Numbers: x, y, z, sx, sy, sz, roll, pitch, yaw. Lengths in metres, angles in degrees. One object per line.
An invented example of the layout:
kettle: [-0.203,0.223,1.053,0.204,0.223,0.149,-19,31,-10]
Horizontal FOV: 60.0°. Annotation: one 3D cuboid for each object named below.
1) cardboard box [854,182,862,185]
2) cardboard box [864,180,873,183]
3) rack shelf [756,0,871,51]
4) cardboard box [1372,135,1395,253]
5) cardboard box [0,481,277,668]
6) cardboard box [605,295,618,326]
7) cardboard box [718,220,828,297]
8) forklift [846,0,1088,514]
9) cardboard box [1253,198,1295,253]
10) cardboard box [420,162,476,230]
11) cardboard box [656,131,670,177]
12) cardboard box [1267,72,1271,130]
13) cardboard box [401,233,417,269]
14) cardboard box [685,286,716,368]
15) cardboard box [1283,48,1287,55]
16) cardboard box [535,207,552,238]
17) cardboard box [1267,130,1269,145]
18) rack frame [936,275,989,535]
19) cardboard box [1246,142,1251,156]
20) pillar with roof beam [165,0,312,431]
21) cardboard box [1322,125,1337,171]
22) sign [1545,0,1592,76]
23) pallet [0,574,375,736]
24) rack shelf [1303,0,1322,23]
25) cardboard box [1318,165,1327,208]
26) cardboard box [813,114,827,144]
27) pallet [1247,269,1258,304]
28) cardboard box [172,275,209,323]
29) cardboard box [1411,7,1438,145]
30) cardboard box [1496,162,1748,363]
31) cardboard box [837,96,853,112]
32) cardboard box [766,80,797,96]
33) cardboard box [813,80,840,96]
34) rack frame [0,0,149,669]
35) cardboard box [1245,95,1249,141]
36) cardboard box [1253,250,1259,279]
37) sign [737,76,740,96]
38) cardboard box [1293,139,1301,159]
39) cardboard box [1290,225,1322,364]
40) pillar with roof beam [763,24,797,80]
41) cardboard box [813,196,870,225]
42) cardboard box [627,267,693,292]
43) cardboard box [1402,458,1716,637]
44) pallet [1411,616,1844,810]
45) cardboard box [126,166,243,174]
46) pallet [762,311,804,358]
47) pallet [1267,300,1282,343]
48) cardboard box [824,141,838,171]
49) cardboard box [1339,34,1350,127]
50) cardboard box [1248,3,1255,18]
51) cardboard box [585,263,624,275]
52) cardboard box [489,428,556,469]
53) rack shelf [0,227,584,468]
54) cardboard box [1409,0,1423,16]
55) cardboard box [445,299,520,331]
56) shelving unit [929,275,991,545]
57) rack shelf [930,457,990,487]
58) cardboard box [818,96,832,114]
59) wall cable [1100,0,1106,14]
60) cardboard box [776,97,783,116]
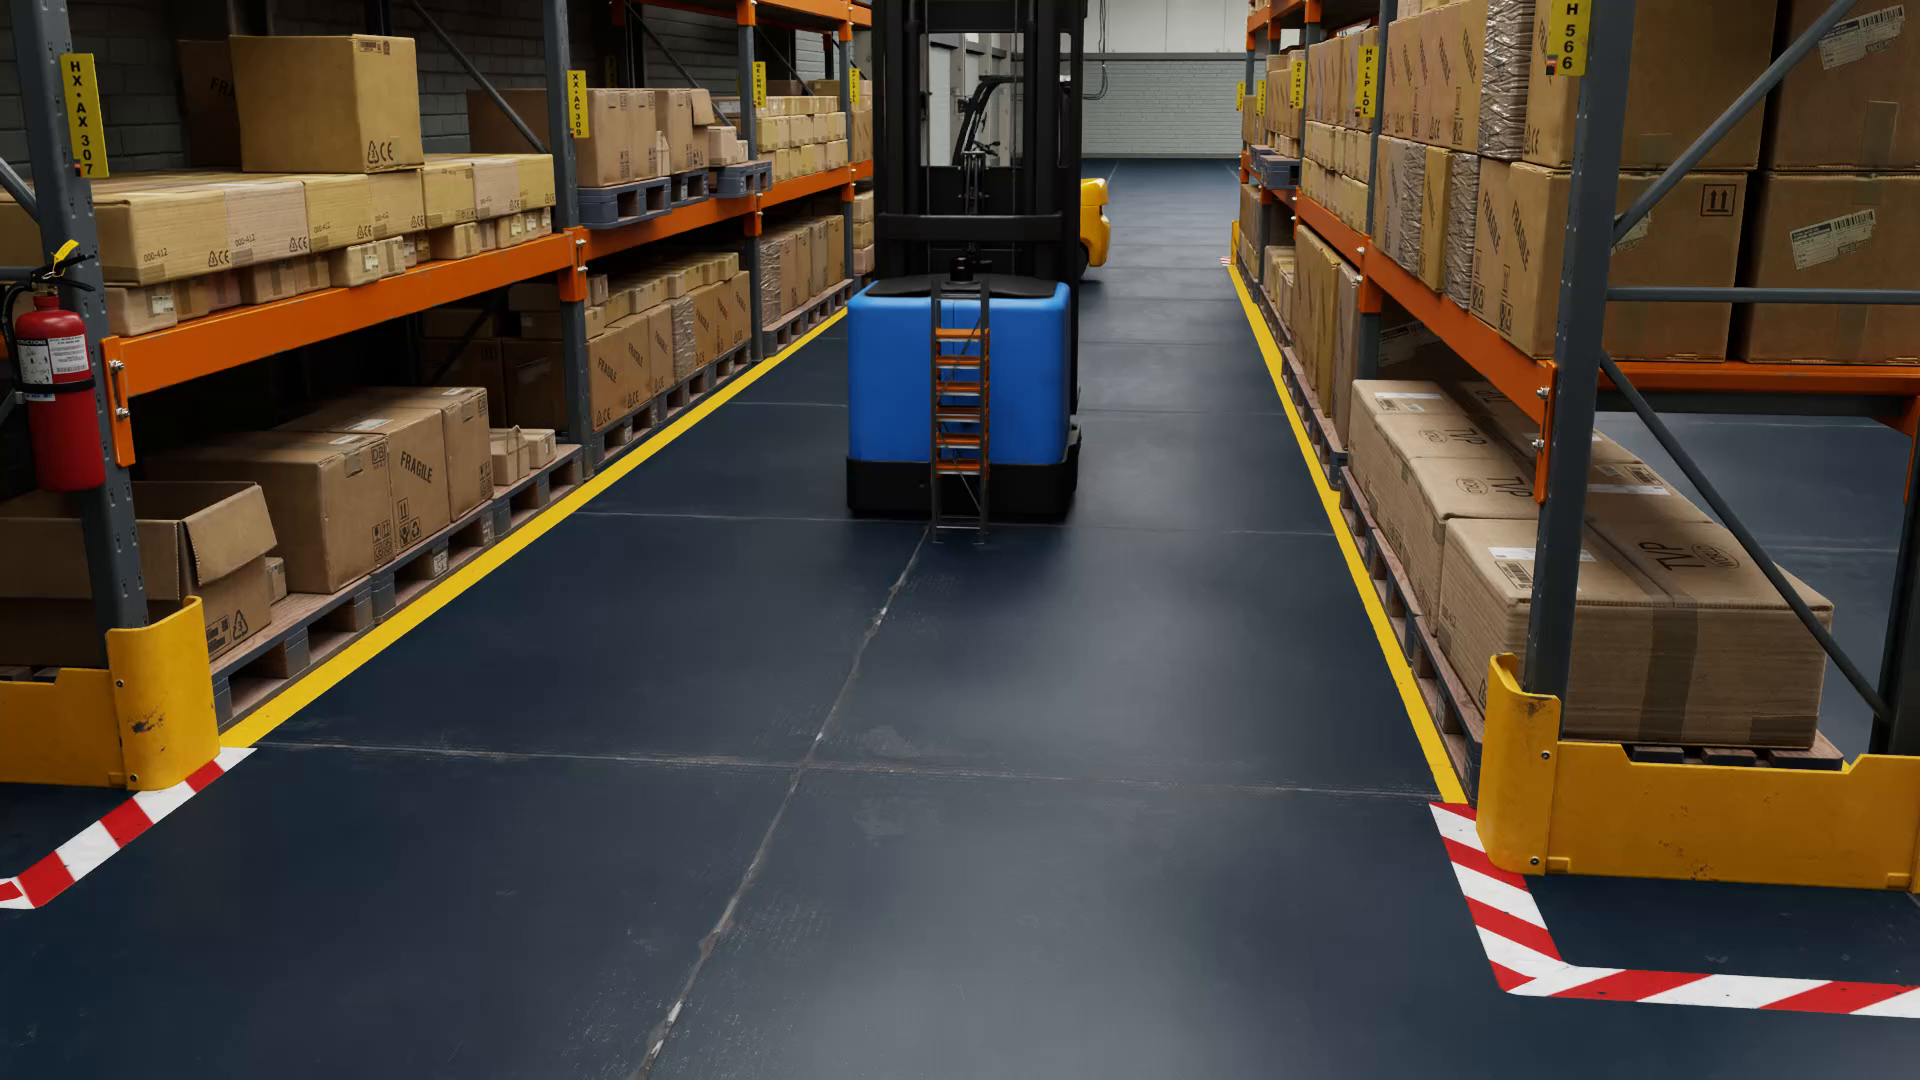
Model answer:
cardboard box: [-1.402,-4.004,19.272,0.500,0.250,0.500,2,15,6]
cardboard box: [-0.848,-4.124,19.716,0.500,0.250,0.500,2,15,8]
rack shelf: [-1.332,-5.477,17.802,1.077,0.370,4.000,2,15,6]
cardboard box: [2.159,-1.572,7.537,0.500,0.500,0.500,2,15,8]
cardboard box: [-2.749,0.101,5.519,0.797,0.503,0.637,1,15,4]
cardboard box: [-2.184,-1.318,9.532,0.380,0.149,0.250,1,15,3]
cardboard box: [-1.701,-2.577,15.192,0.875,0.625,0.625,2,15,6]
forklift: [0.113,-1.869,8.960,1.130,2.935,3.031,1,15,5]
cardboard box: [3.175,-3.111,16.448,0.500,0.500,0.500,1,15,5]
cardboard box: [-2.387,-1.455,7.015,0.500,0.250,0.500,2,15,6]
cardboard box: [-1.922,-2.270,9.762,0.396,0.266,0.258,2,15,9]
cardboard box: [2.981,-3.864,14.639,0.500,0.500,0.500,2,15,6]
cardboard box: [-2.437,-1.172,6.730,0.380,0.149,0.250,2,15,6]
cardboard box: [-1.967,-1.435,11.206,0.500,0.500,0.500,2,15,9]
cardboard box: [3.921,-5.154,18.301,0.700,0.500,0.500,2,15,7]
cardboard box: [-2.246,-1.571,8.208,0.380,0.149,0.250,2,15,7]
cardboard box: [2.998,-3.660,15.127,0.380,0.149,0.250,2,15,7]
rack frame: [0.012,-0.607,7.607,0.240,1.200,0.006,2,15,6]
cardboard box: [3.383,-4.350,18.483,0.380,0.149,0.250,2,15,7]
pillar with roof beam: [0.843,-4.398,6.687,9.100,9.000,0.400,2,15,6]
cardboard box: [2.422,-2.326,9.846,0.500,0.250,0.500,2,15,7]
sign: [1.483,-1.293,4.025,0.100,0.325,0.005,2,15,6]
pallet: [-2.814,0.374,5.873,1.003,0.211,1.213,2,15,6]
rack shelf: [2.698,-3.257,9.592,1.077,0.370,4.000,2,15,6]
cardboard box: [2.513,-2.213,10.389,0.500,0.250,0.500,2,15,8]
cardboard box: [-1.474,-3.626,14.653,0.500,0.250,0.500,2,15,7]
pallet: [3.415,-2.541,16.657,1.003,0.211,1.213,2,15,6]
cardboard box: [-2.619,-0.769,5.239,0.380,0.149,0.250,2,15,8]
cardboard box: [2.045,-1.789,6.423,0.500,0.500,0.500,2,15,7]
cardboard box: [1.812,-0.781,4.613,0.500,0.500,0.500,2,15,7]
cardboard box: [-1.260,-4.294,16.361,0.380,0.149,0.250,1,15,5]
cardboard box: [-1.822,-4.454,16.384,0.380,0.149,0.250,2,15,6]
cardboard box: [-1.227,-4.437,16.319,0.380,0.149,0.250,2,15,7]
rack frame: [-2.912,-0.745,4.672,1.000,3.000,0.127,2,15,6]
cardboard box: [3.442,-4.693,18.508,0.500,0.500,0.500,2,15,8]
cardboard box: [3.174,-2.749,16.545,0.500,0.250,0.500,2,15,9]
sign: [-2.109,-4.330,16.117,0.100,0.325,0.005,2,15,6]
cardboard box: [2.685,-2.920,12.391,0.380,0.149,0.250,2,15,7]
cardboard box: [2.763,-1.675,11.377,0.875,0.875,0.875,2,15,6]
pillar with roof beam: [2.197,-7.510,18.197,9.100,9.000,0.400,2,15,6]
cardboard box: [-1.191,-3.332,16.785,0.500,0.250,0.500,1,15,5]
cardboard box: [-1.989,-1.723,11.030,0.380,0.149,0.250,1,15,5]
cardboard box: [2.091,0.022,5.937,0.875,0.438,0.875,2,15,8]
pallet: [2.033,0.536,5.274,1.003,0.211,1.213,2,15,6]
cardboard box: [-2.944,-1.341,6.593,0.500,0.250,0.500,2,15,6]
pallet: [-1.877,-1.686,13.494,1.003,0.211,1.213,2,15,6]
pallet: [3.153,-1.847,14.088,1.003,0.211,1.213,2,15,6]
cardboard box: [-1.406,-3.516,15.207,0.500,0.250,0.500,2,15,6]
cardboard box: [2.401,-2.557,9.265,0.500,0.500,0.500,2,15,8]
cardboard box: [3.466,-6.000,18.840,0.380,0.149,0.250,2,15,6]
cardboard box: [-2.506,-1.801,11.316,0.380,0.149,0.250,1,15,4]
cardboard box: [-2.232,-0.456,8.259,0.380,0.149,0.250,1,15,5]
rack shelf: [-2.686,-0.917,6.684,1.077,0.370,4.000,2,15,6]
cardboard box: [2.165,-2.340,7.221,0.380,0.149,0.250,2,15,7]
cardboard box: [-2.681,-1.264,9.333,0.380,0.149,0.250,2,15,6]
shelving unit: [0.002,-0.583,7.519,0.258,1.200,0.189,2,15,6]
rack shelf: [0.002,-0.308,7.594,0.258,0.103,0.180,2,15,6]
cardboard box: [-1.365,-3.922,14.987,0.380,0.149,0.250,1,15,5]
wall cable: [5.639,-17.002,49.574,3.097,2.526,0.112,2,15,6]
cardboard box: [-1.631,-3.460,13.279,0.380,0.149,0.250,2,15,7]
